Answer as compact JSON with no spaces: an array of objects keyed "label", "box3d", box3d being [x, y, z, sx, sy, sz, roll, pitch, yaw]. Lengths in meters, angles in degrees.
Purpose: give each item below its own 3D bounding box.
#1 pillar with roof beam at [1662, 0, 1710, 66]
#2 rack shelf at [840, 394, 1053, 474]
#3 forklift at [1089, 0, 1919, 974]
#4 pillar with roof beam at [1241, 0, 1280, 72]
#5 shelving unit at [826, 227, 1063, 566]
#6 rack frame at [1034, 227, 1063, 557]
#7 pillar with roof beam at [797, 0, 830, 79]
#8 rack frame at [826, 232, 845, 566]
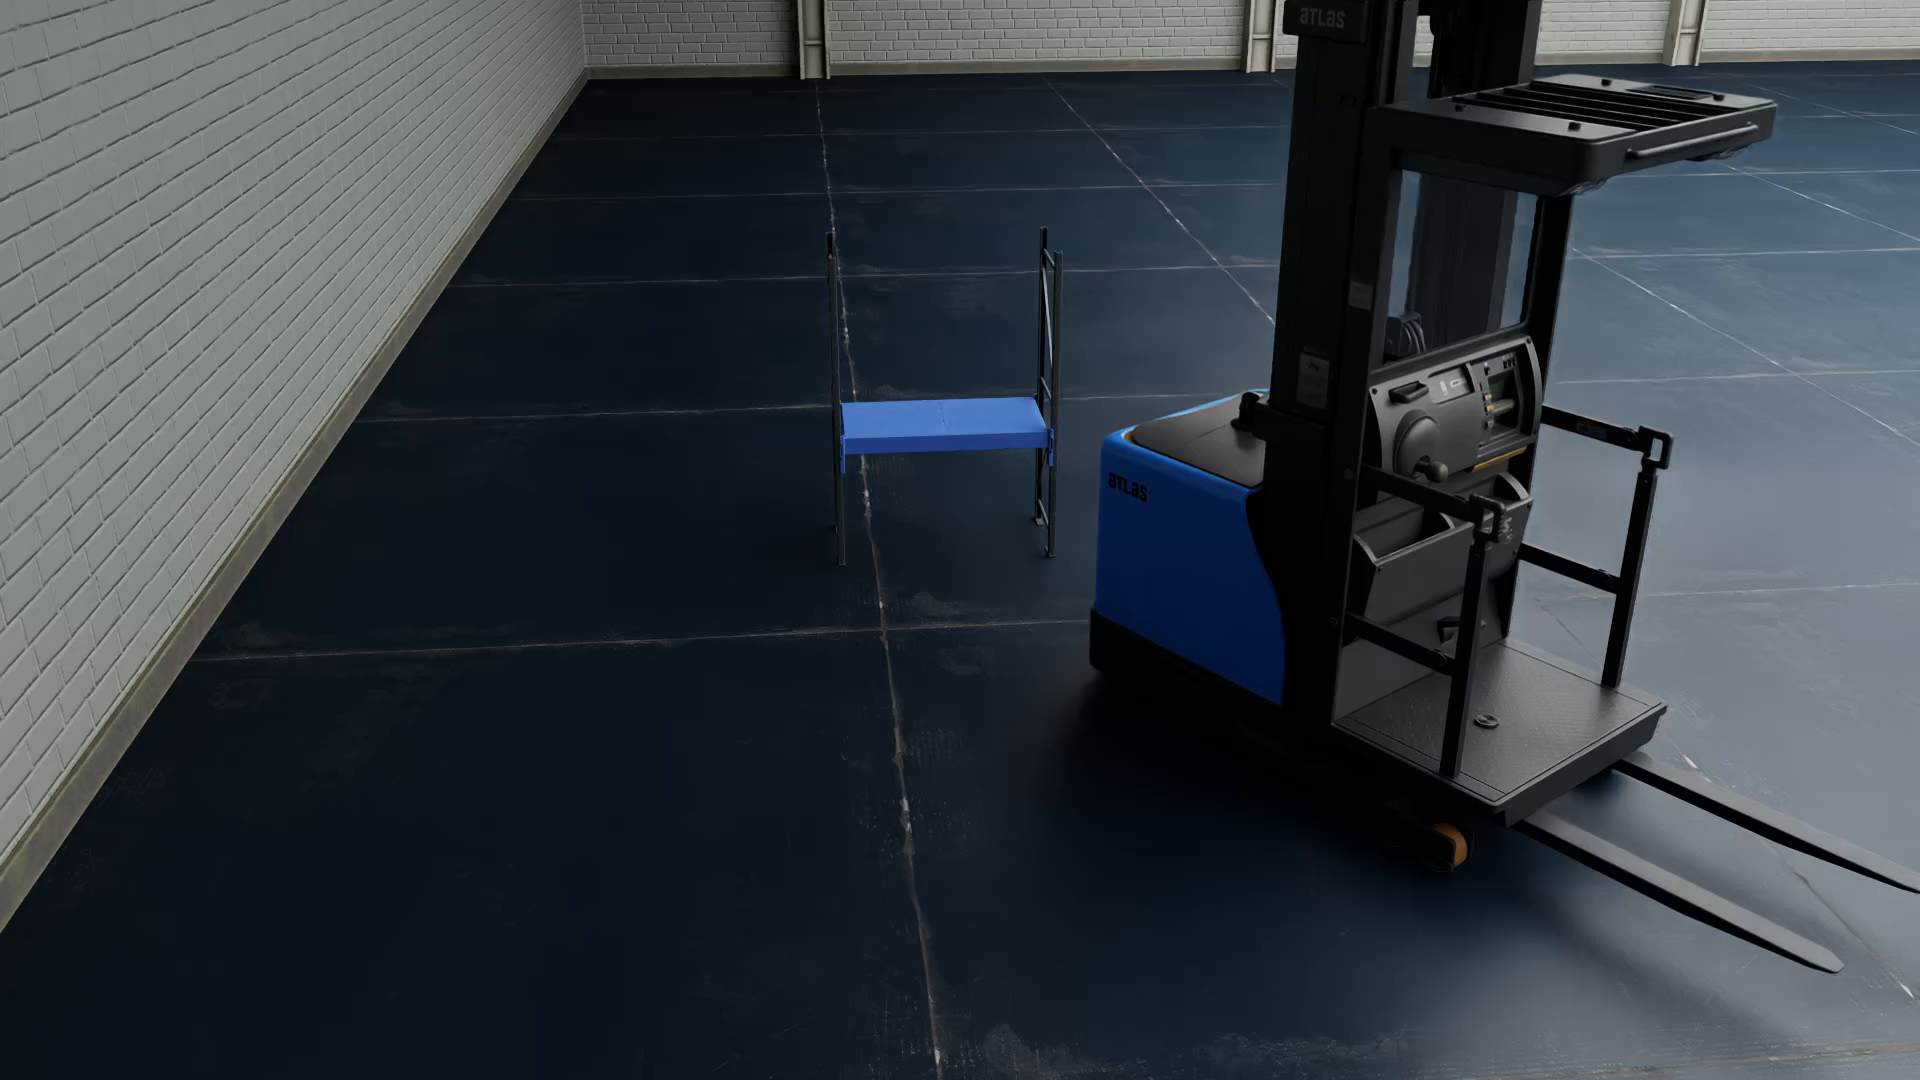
[{"label":"pillar with roof beam","box3d":[10.440,-8.996,17.411,0.400,9.000,9.100,-2,24,-5]},{"label":"rack shelf","box3d":[-0.085,-0.518,8.011,1.000,0.185,0.538,-2,24,-5]},{"label":"forklift","box3d":[1.859,-0.432,5.614,1.130,2.935,3.031,-18,30,-35]},{"label":"pillar with roof beam","box3d":[4.469,-8.757,16.872,0.400,9.000,9.100,-2,24,-5]},{"label":"shelving unit","box3d":[-0.085,-0.682,7.938,1.048,1.500,0.538,-2,24,-5]},{"label":"rack frame","box3d":[0.421,-0.702,7.983,0.032,1.500,0.500,-2,24,-5]},{"label":"pillar with roof beam","box3d":[-1.502,-8.517,16.333,0.400,9.000,9.100,-2,24,-5]},{"label":"rack frame","box3d":[-0.591,-0.662,7.892,0.032,1.500,0.500,-2,24,-5]}]
